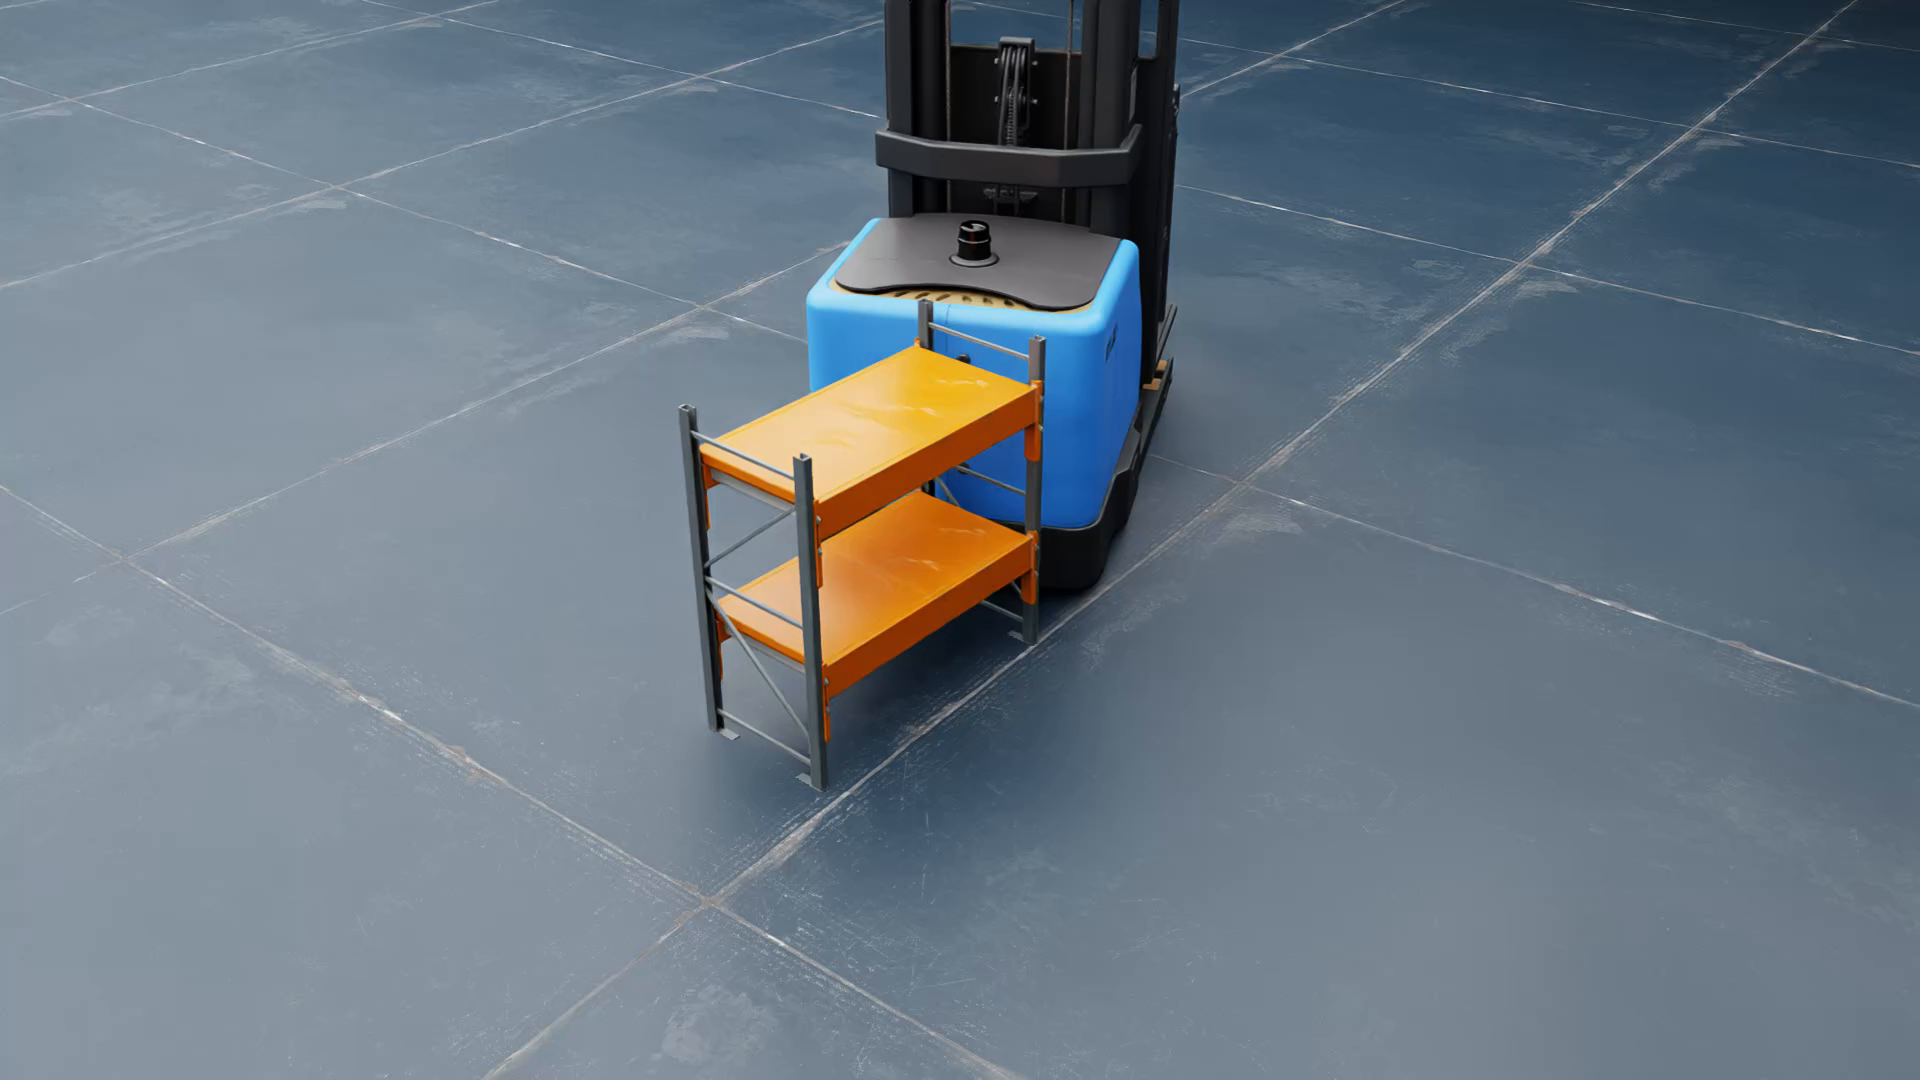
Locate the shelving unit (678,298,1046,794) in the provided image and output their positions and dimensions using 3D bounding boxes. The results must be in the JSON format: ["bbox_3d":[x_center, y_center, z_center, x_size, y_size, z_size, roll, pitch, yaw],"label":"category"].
[{"bbox_3d":[-0.265,-0.011,5.166,0.538,1.125,1.048,23,38,34],"label":"shelving unit"}]

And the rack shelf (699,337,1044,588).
[{"bbox_3d":[-0.265,-0.263,5.017,0.538,0.278,1.000,23,38,34],"label":"rack shelf"}]

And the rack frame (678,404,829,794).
[{"bbox_3d":[-0.594,0.186,4.832,0.500,1.125,0.032,23,38,34],"label":"rack frame"}]

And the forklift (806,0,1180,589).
[{"bbox_3d":[0.316,-1.828,6.459,1.130,2.935,3.031,7,31,12],"label":"forklift"}]

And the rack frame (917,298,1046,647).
[{"bbox_3d":[0.063,-0.209,5.499,0.500,1.125,0.032,23,38,34],"label":"rack frame"}]

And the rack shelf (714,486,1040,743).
[{"bbox_3d":[-0.265,0.199,5.290,0.538,0.278,1.000,23,38,34],"label":"rack shelf"}]
